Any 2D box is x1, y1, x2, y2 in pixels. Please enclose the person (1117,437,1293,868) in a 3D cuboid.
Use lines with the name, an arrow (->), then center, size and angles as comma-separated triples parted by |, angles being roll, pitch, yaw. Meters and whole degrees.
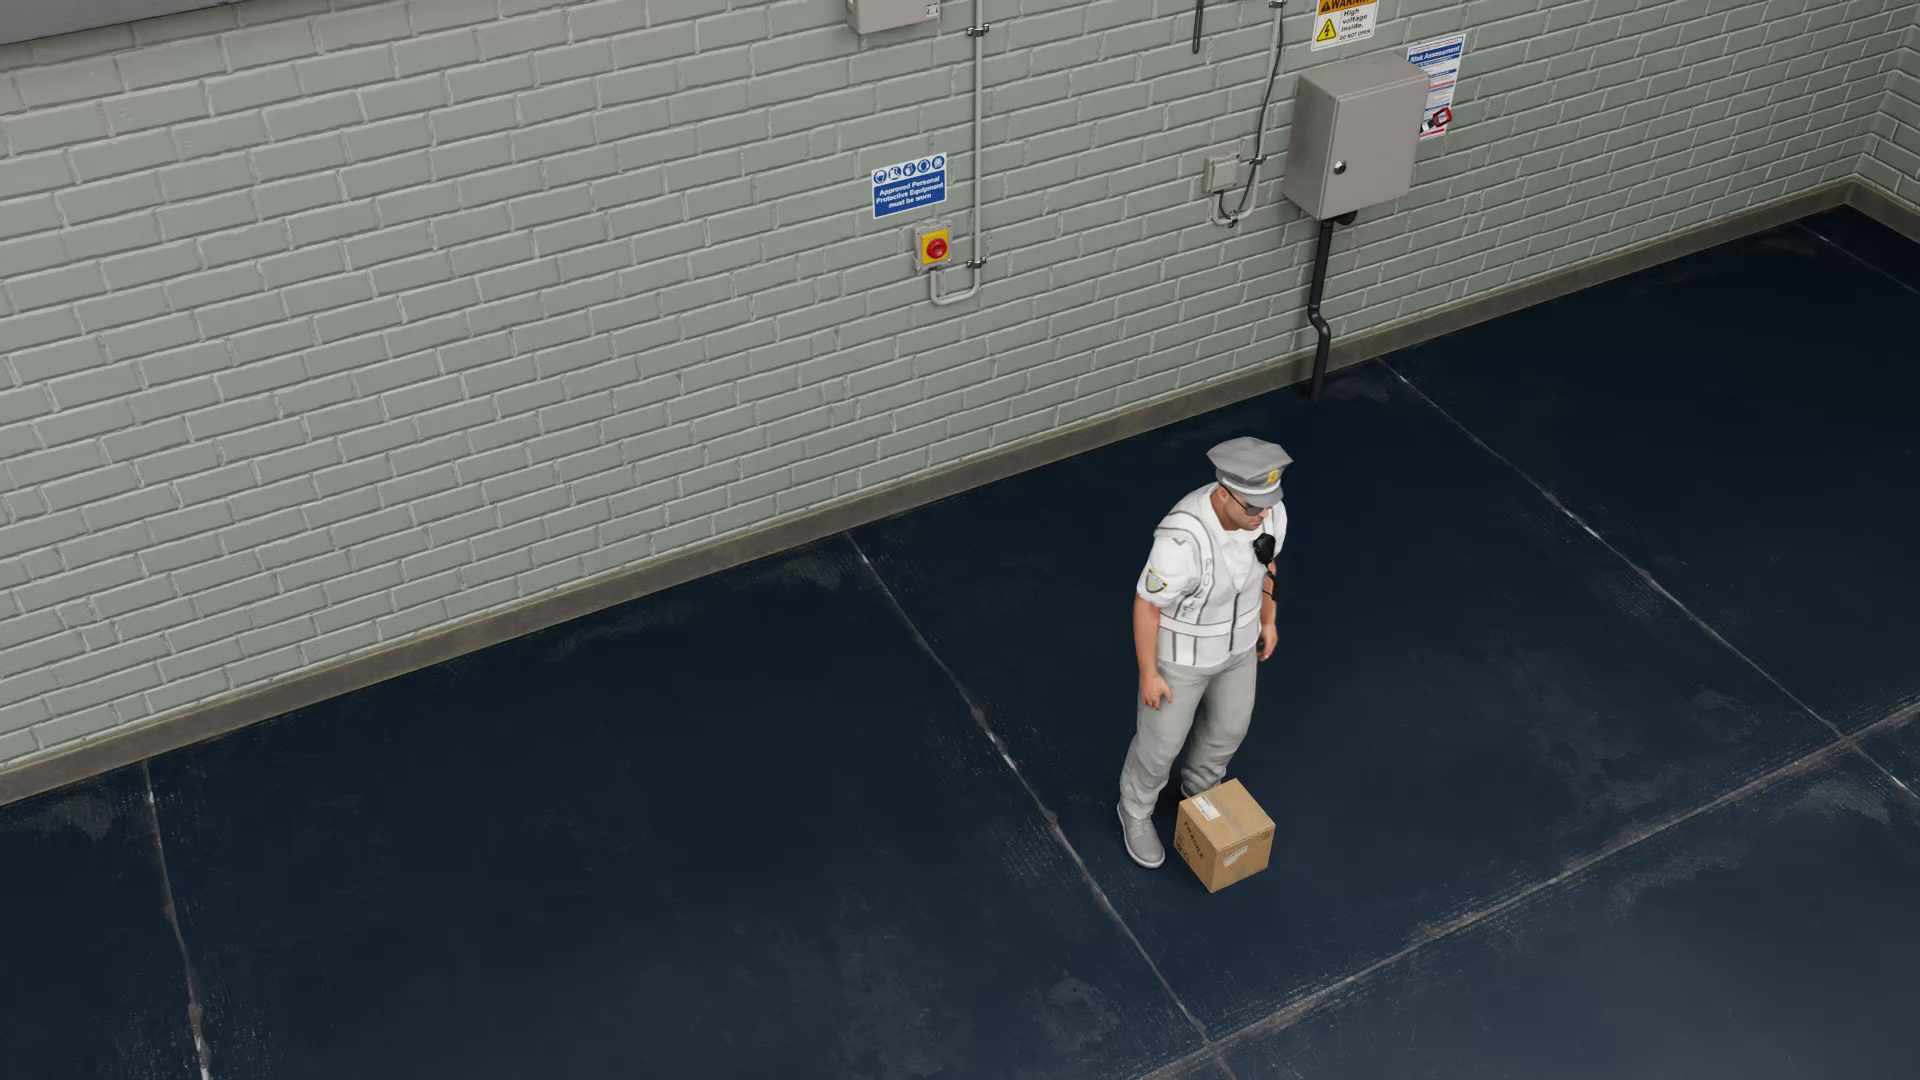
person -> 0.843, 0.361, 5.735 | 0.606, 1.751, 0.473 | -21, 45, -23
